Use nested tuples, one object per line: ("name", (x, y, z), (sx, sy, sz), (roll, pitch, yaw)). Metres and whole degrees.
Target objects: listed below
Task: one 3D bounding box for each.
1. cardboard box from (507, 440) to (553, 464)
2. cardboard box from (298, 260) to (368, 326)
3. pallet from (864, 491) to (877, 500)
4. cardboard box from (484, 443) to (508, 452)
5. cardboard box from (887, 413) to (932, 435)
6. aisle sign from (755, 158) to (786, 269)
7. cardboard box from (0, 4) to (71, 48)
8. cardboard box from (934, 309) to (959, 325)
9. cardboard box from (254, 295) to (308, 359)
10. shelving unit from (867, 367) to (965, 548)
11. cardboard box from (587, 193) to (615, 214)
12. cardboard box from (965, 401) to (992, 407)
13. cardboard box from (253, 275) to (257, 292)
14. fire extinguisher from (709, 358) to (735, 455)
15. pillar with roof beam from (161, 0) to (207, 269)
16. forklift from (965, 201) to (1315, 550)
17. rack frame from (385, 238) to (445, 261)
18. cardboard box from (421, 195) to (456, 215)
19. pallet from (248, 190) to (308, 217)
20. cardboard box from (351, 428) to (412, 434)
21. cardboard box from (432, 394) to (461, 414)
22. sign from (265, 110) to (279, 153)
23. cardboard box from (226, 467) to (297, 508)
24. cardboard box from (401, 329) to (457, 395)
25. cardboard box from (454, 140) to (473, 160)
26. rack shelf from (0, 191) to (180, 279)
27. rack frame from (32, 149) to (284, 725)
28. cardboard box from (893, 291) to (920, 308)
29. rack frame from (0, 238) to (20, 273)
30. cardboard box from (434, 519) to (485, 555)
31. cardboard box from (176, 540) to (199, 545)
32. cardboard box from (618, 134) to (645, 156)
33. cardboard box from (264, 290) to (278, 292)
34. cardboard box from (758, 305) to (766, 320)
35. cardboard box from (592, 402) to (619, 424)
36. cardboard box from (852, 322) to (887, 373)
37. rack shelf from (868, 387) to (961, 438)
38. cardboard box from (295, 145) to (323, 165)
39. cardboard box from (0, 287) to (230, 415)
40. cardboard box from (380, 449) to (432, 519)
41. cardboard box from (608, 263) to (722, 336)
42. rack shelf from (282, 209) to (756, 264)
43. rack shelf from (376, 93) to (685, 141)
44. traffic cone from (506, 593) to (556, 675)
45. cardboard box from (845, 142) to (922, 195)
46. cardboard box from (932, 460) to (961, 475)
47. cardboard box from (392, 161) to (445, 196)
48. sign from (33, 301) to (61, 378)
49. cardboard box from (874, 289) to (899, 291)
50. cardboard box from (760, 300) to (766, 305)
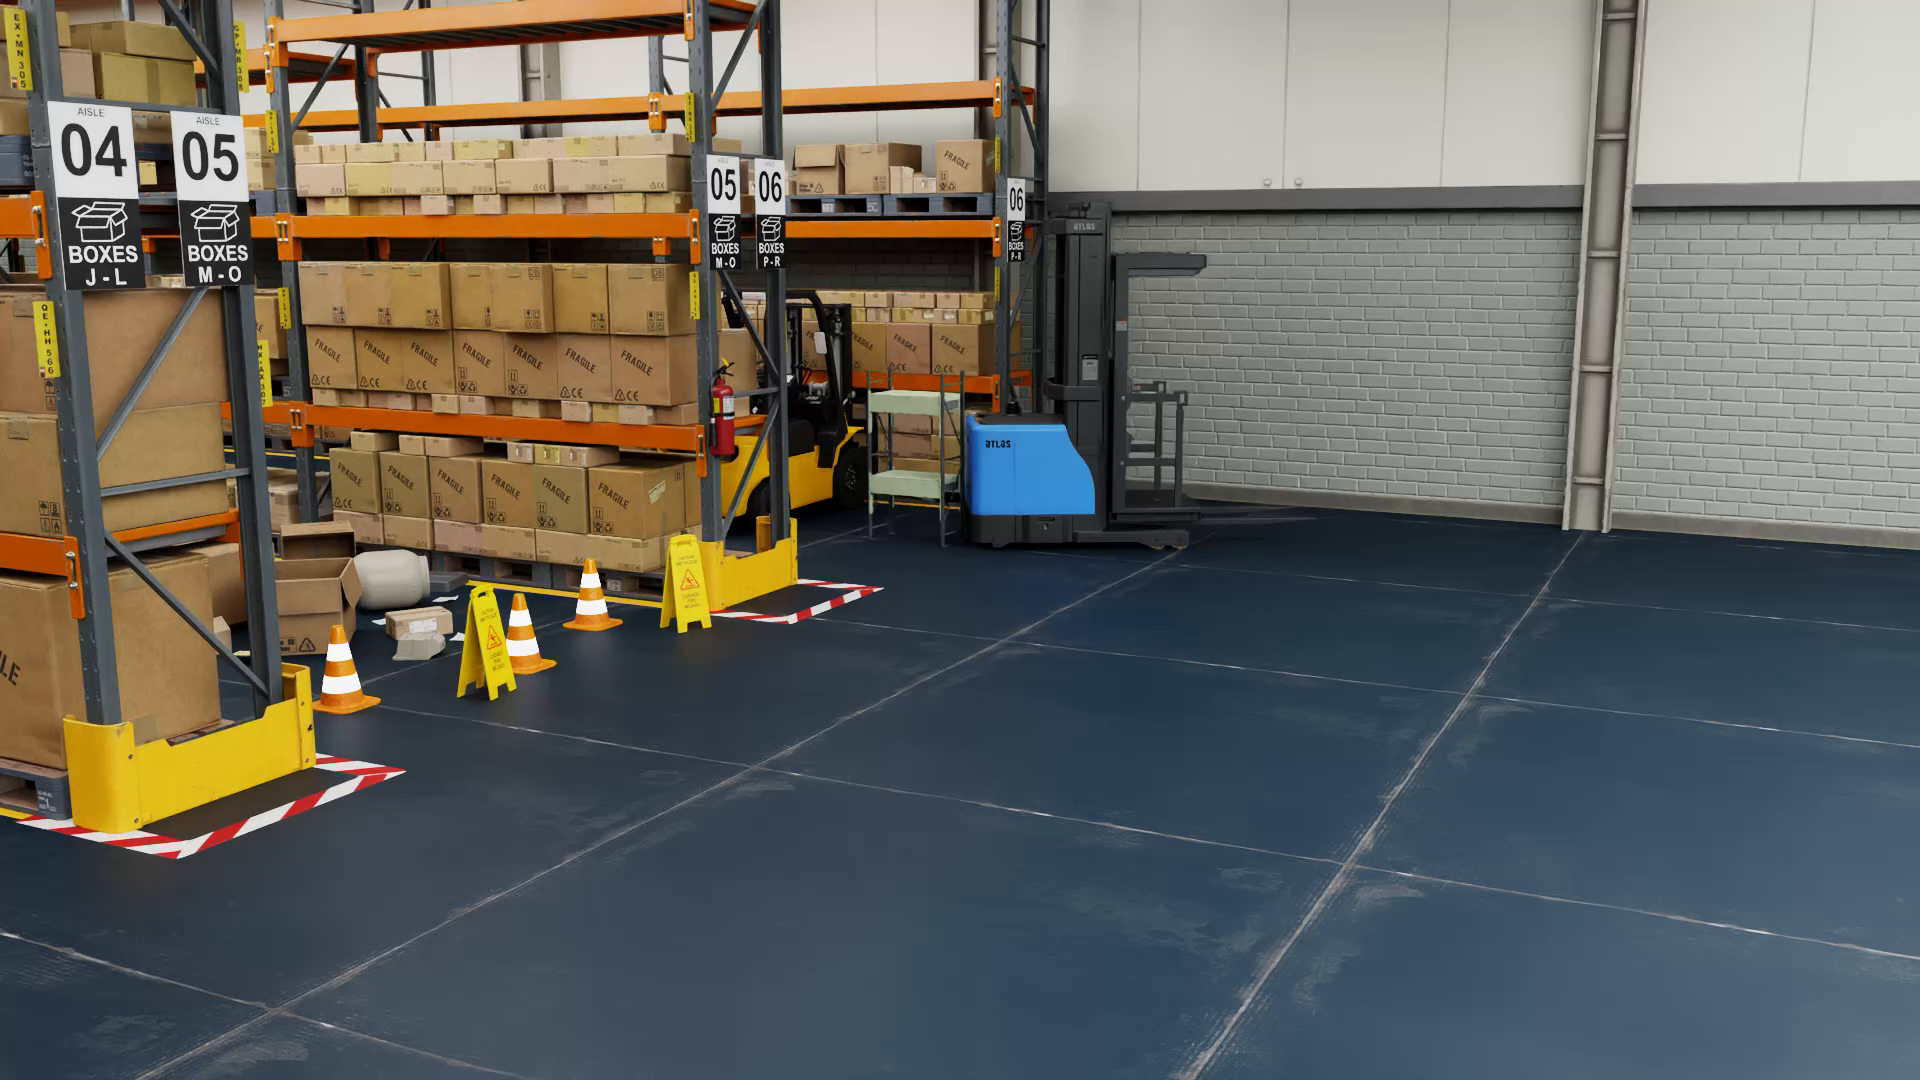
("cardboard box", (-3.233, -0.685, 12.705), (0.250, 0.149, 0.380), (6, 12, 28))
("cardboard box", (-4.869, -1.995, 13.409), (0.500, 0.500, 0.700), (5, 11, 25))
("pallet", (-1.182, -0.633, 17.633), (1.213, 0.211, 1.003), (5, 11, 26))
("cardboard box", (-3.603, -0.516, 13.595), (0.500, 0.500, 0.500), (6, 12, 29))
("cardboard box", (-0.399, -1.226, 16.817), (0.500, 0.250, 0.500), (5, 12, 27))
("aisle sign", (-1.388, -2.386, 12.189), (0.004, 0.787, 0.394), (5, 11, 26))
("cardboard box", (-4.132, -2.236, 7.247), (0.250, 0.149, 0.380), (5, 11, 26))
("cardboard box", (-0.065, -2.221, 16.478), (0.250, 0.149, 0.380), (5, 12, 27))
("cardboard box", (-5.683, -1.779, 13.842), (0.500, 0.500, 0.500), (5, 11, 25))
("shelving unit", (-0.385, -0.736, 14.585), (0.755, 1.500, 0.431), (5, 12, 28))
("cardboard box", (-2.485, -2.438, 12.063), (0.250, 0.149, 0.380), (5, 12, 28))
("cardboard box", (0.265, -1.269, 17.051), (0.500, 0.250, 0.500), (5, 11, 25))
("cardboard box", (-6.452, -2.261, 14.684), (0.250, 0.149, 0.380), (6, 12, 29))
("fire extinguisher", (-1.682, -0.941, 11.725), (0.183, 0.674, 0.296), (5, 11, 26))
("pillar with roof beam", (-12.279, -5.264, 18.546), (0.400, 9.000, 9.100), (5, 11, 26))
("forklift", (1.574, -1.454, 14.535), (3.031, 2.935, 1.130), (-1, 10, -3))
("rack frame", (-6.562, -2.485, 20.039), (0.127, 3.000, 1.000), (5, 11, 26))
("cardboard box", (-3.879, -2.550, 12.680), (0.250, 0.149, 0.380), (5, 11, 25))
("pallet", (-5.674, -2.826, 14.028), (1.003, 0.211, 1.213), (5, 11, 26))
("cardboard box", (-7.036, -1.461, 20.219), (0.500, 0.500, 0.500), (5, 12, 27))
("cardboard box", (-3.884, -1.075, 12.953), (0.250, 0.149, 0.380), (5, 11, 26))
("sign", (-5.410, -3.212, 13.076), (0.005, 0.325, 0.100), (5, 11, 26))
("cardboard box", (-6.285, -0.388, 14.649), (0.625, 0.372, 0.950), (6, 12, 29))
("cardboard box", (-3.991, -1.416, 13.015), (0.500, 0.500, 0.500), (5, 11, 25))
("cardboard box", (-3.599, -2.936, 12.571), (0.250, 0.149, 0.380), (5, 12, 27))
("rack shelf", (-5.473, -1.543, 8.430), (4.000, 0.370, 1.077), (5, 11, 26))
("rack frame", (-3.680, -0.263, 7.762), (0.127, 3.000, 1.000), (5, 11, 26))
("cardboard box", (-0.474, -2.426, 16.777), (0.250, 0.149, 0.380), (5, 11, 26))
("rack frame", (-13.736, -3.116, 23.522), (0.127, 3.000, 1.000), (5, 11, 26))
("cardboard box", (-3.797, -0.059, 13.177), (0.500, 0.250, 0.500), (5, 11, 25))
("cardboard box", (-5.928, -0.233, 12.487), (0.500, 0.500, 0.500), (5, 11, 26))
("cardboard box", (-2.228, -2.813, 11.891), (0.250, 0.149, 0.380), (5, 12, 27))
("cardboard box", (-8.107, -2.842, 20.540), (0.637, 0.503, 0.797), (5, 11, 24))
("cardboard box", (-1.903, -2.383, 17.371), (0.250, 0.149, 0.380), (5, 11, 25))
("cardboard box", (-2.507, -0.959, 12.314), (0.250, 0.149, 0.380), (5, 11, 25))
("cardboard box", (-0.866, -1.984, 16.987), (0.500, 0.500, 0.500), (5, 11, 25))
("rack shelf", (-0.385, -1.120, 14.515), (0.720, 0.370, 0.431), (5, 12, 28))
("cardboard box", (-5.029, -3.045, 13.175), (0.250, 0.149, 0.380), (5, 11, 25))
("cardboard box", (-3.996, -0.904, 7.848), (0.550, 0.550, 0.875), (5, 11, 26))
("cardboard box", (-4.272, -0.470, 13.339), (0.500, 0.500, 0.500), (6, 12, 28))
("cardboard box", (-2.135, -1.755, 12.080), (0.500, 0.500, 0.700), (5, 11, 24))
("rack shelf", (-3.374, -2.341, 12.842), (4.000, 0.370, 1.077), (5, 11, 26))
("rack shelf", (-4.768, -4.729, 18.734), (4.000, 0.370, 1.077), (5, 11, 26))
("traffic cone", (-2.723, 0.563, 10.322), (0.334, 0.463, 0.336), (5, 11, 26))
("cardboard box", (-0.766, -3.729, 16.746), (0.500, 0.500, 0.700), (5, 11, 26))
("cardboard box", (0.052, -0.695, 16.689), (0.500, 0.250, 0.500), (5, 11, 26))
("cardboard box", (-3.984, -2.766, 12.757), (0.500, 0.250, 0.500), (5, 11, 26))
("sign", (-3.932, -0.864, 7.165), (0.005, 0.325, 0.100), (5, 11, 26))
("cardboard box", (-0.711, -2.550, 17.459), (0.250, 0.149, 0.380), (5, 11, 24))
("cardboard box", (-1.883, -2.535, 17.375), (0.250, 0.149, 0.380), (5, 11, 25))
